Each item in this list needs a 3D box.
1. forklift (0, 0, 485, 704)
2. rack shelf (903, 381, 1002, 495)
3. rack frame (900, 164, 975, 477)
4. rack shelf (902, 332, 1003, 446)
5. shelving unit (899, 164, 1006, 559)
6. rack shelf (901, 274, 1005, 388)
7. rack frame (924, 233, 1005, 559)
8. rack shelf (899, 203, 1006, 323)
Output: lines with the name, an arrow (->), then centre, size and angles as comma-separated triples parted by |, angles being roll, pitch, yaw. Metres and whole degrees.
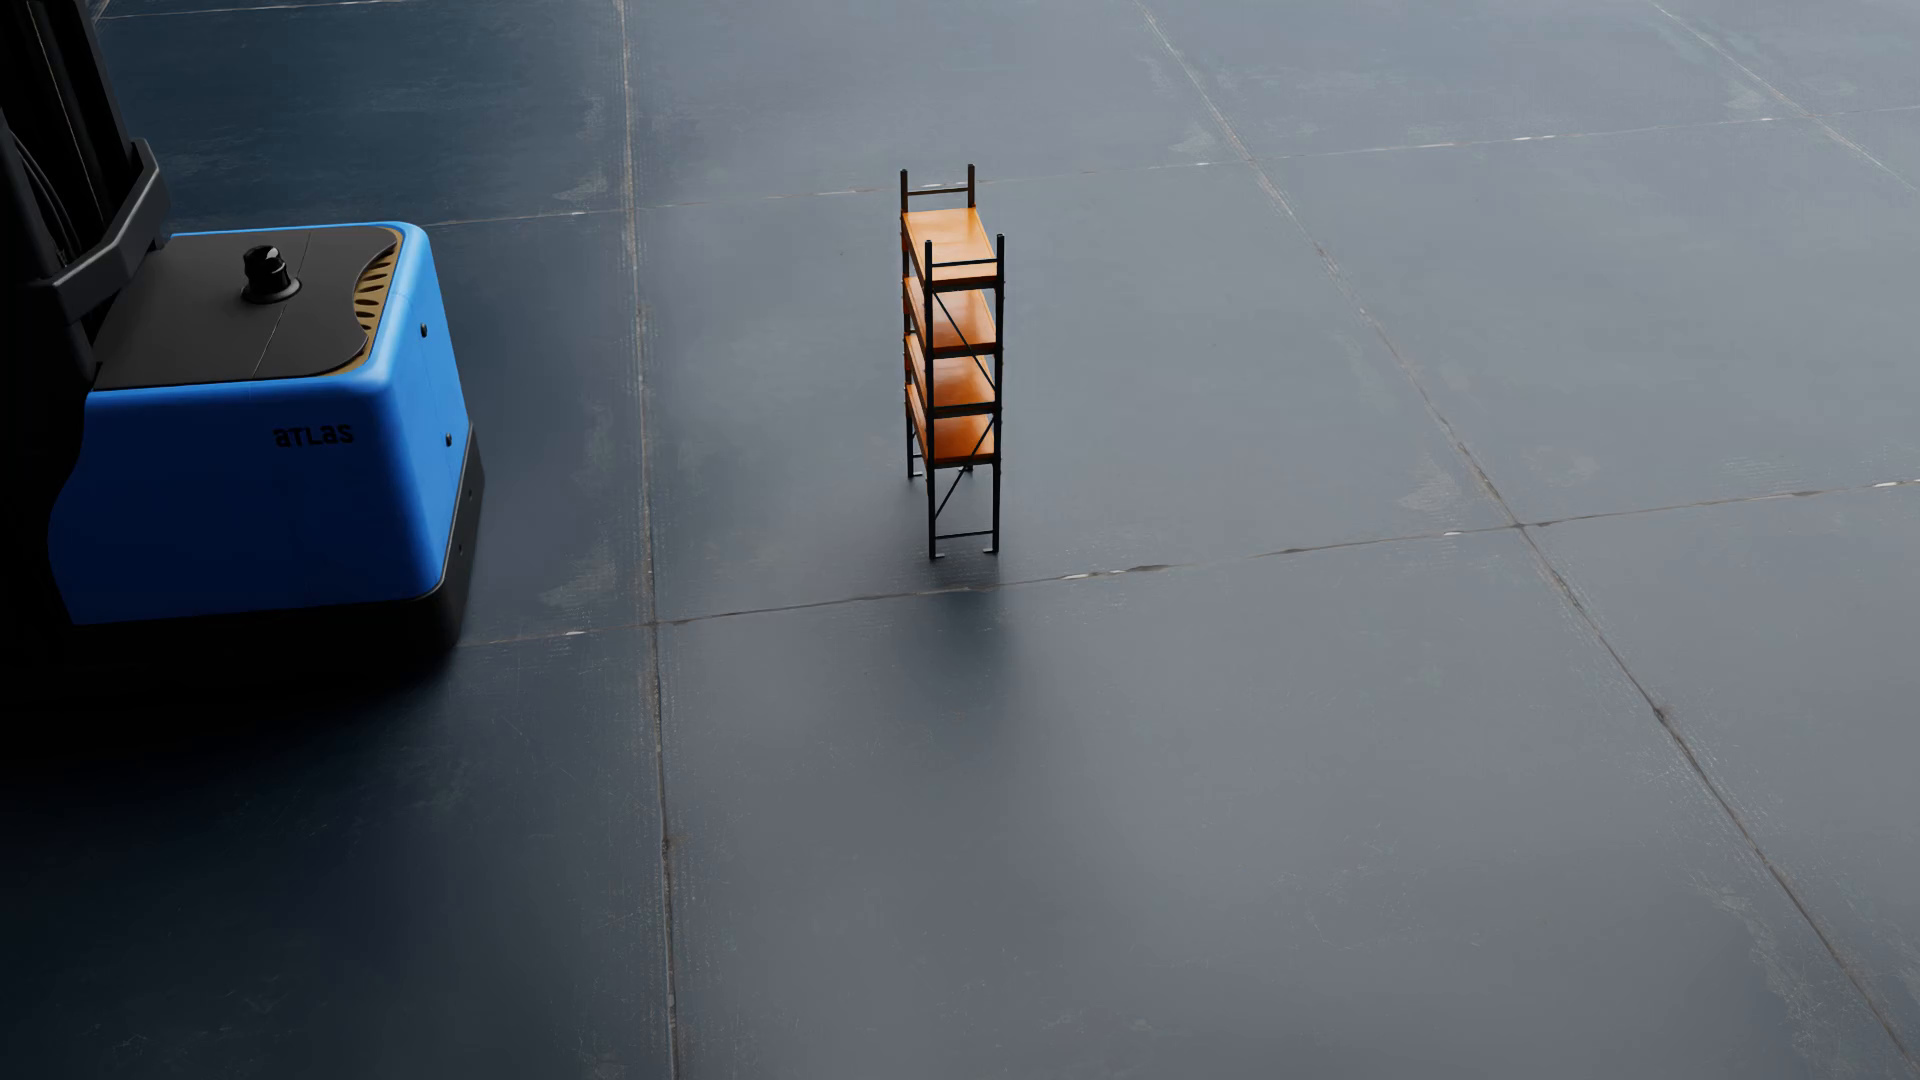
forklift -> -3.134, -0.934, 4.563 | 3.031, 2.935, 1.130 | -4, 38, -6
rack shelf -> -0.029, -0.364, 5.674 | 0.258, 0.148, 0.480 | -6, 38, -8
rack frame -> -0.072, -0.721, 5.700 | 0.240, 1.200, 0.015 | -6, 38, -8
rack shelf -> -0.029, -0.521, 5.552 | 0.258, 0.148, 0.480 | -6, 38, -8
shelving unit -> -0.029, -0.574, 5.511 | 0.258, 1.200, 0.503 | -6, 38, -8
rack shelf -> -0.029, -0.697, 5.415 | 0.258, 0.148, 0.480 | -6, 38, -8
rack frame -> 0.014, -0.426, 5.321 | 0.240, 1.200, 0.015 | -6, 38, -8
rack shelf -> -0.029, -0.884, 5.270 | 0.258, 0.148, 0.480 | -6, 38, -8
